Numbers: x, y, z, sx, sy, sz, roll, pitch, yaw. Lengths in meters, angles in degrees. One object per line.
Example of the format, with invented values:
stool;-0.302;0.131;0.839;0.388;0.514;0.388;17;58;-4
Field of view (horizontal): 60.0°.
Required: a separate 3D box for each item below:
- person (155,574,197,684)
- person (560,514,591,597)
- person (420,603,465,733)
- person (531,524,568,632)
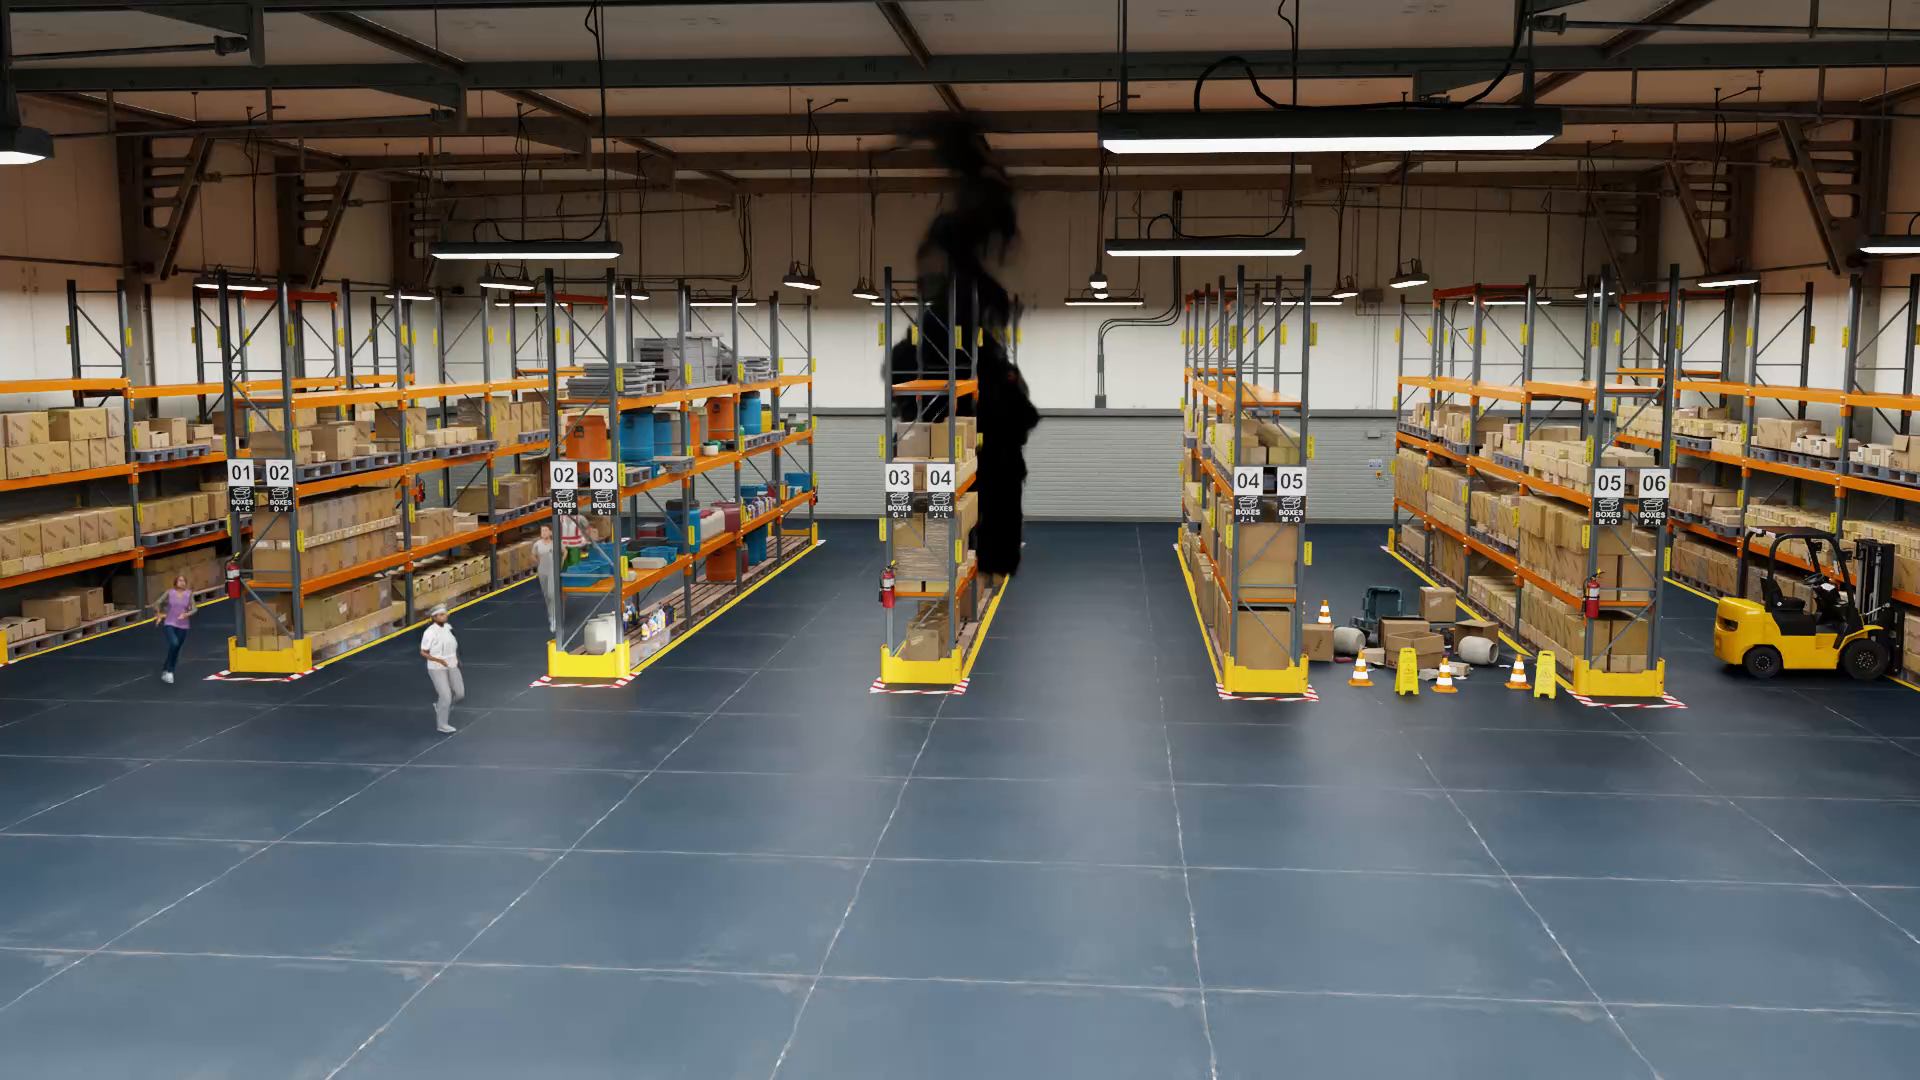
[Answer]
person;-11.418;1.377;24.288;0.529;1.339;0.636;-5;9;-36
person;-7.120;0.161;30.380;0.640;1.808;0.604;0;7;0
person;-6.565;1.625;21.151;0.557;1.641;0.572;5;8;33
person;-6.734;0.609;27.208;0.542;1.763;0.711;0;7;4
